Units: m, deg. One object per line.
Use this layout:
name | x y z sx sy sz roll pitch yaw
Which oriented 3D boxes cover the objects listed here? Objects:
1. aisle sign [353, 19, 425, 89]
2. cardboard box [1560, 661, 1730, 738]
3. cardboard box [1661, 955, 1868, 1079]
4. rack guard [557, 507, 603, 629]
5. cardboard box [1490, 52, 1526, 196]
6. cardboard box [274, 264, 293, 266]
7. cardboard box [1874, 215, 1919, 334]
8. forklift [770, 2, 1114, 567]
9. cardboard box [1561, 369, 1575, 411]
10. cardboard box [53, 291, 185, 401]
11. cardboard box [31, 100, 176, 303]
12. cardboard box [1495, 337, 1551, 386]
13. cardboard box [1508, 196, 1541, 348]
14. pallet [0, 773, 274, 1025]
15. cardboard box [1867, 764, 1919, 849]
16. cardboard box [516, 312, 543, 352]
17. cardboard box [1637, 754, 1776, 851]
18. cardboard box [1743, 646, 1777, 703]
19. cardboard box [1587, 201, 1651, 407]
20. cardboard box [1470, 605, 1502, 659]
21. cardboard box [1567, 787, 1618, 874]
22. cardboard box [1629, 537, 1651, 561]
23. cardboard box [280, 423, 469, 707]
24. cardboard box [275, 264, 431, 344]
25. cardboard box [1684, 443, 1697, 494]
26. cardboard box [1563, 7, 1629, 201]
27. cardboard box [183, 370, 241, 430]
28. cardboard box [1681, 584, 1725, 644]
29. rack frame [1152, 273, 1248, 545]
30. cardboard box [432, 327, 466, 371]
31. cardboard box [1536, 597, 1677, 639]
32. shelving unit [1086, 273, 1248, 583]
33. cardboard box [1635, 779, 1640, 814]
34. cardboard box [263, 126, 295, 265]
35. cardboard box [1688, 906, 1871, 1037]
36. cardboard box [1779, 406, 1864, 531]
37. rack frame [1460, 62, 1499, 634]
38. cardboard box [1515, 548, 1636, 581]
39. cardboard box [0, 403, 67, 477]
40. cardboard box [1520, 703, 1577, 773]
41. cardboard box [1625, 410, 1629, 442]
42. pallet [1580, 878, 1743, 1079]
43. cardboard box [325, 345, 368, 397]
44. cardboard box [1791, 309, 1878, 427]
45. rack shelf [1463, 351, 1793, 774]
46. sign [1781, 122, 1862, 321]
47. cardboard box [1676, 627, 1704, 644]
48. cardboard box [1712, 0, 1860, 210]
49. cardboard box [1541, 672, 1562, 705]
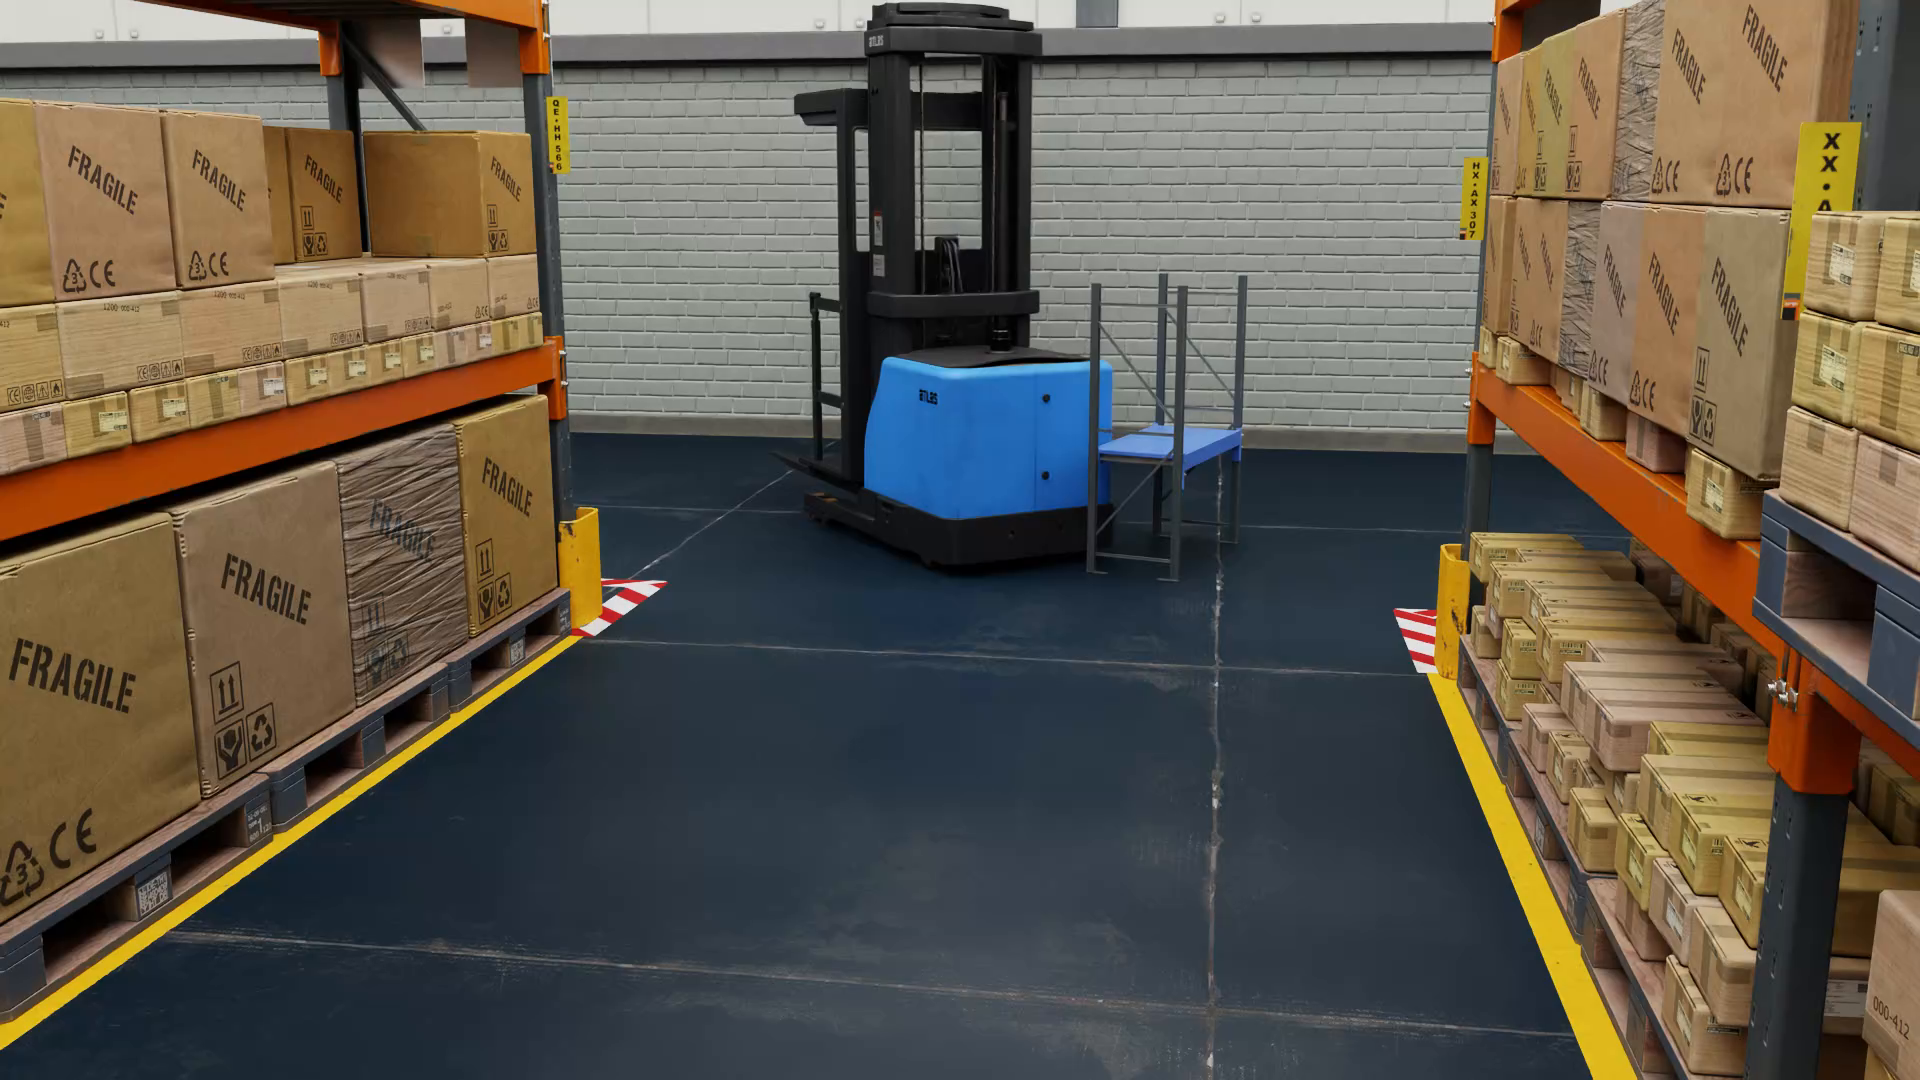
aisle sign | -2.576 -2.401 7.345 0.394 0.787 0.004 2 12 9
cardboard box | 1.905 0.450 4.644 0.380 0.149 0.250 1 12 7
cardboard box | 1.703 1.004 3.483 0.380 0.149 0.250 2 12 9
rack guard | -2.287 0.111 7.791 1.175 0.500 0.348 2 12 9
cardboard box | 2.264 -1.522 6.120 0.500 0.500 0.500 2 12 8
cardboard box | -2.785 -0.874 6.078 0.500 0.250 0.500 1 12 7
cardboard box | 1.428 -0.339 2.135 0.380 0.149 0.250 2 12 10
forklift | -0.292 -1.559 9.771 1.130 2.935 3.031 -6 14 -26
cardboard box | 2.092 -0.471 5.156 0.380 0.149 0.250 2 12 8
cardboard box | -2.493 -0.538 4.519 0.500 0.250 0.500 2 12 8
cardboard box | -2.496 -0.905 4.445 0.500 0.500 0.500 2 12 9
cardboard box | 2.129 -0.636 5.920 0.380 0.149 0.250 2 12 7
cardboard box | 2.196 -0.922 5.706 0.500 0.500 0.500 2 12 9
pallet | -2.711 0.934 4.657 1.003 0.211 1.213 2 12 9
cardboard box | 2.329 0.632 3.801 0.380 0.149 0.250 2 12 8
cardboard box | -2.020 -0.898 7.137 0.380 0.149 0.250 2 12 10
cardboard box | 1.809 0.617 3.868 0.380 0.149 0.250 2 12 8
cardboard box | 2.503 0.417 4.798 0.380 0.149 0.250 2 12 9
cardboard box | 1.934 -0.607 4.247 0.500 0.500 0.500 2 12 8
cardboard box | 2.198 0.363 6.459 0.380 0.149 0.250 2 12 10
cardboard box | 1.863 0.789 4.483 0.380 0.149 0.250 2 12 9
cardboard box | 2.764 0.092 6.305 0.380 0.149 0.250 2 12 9
cardboard box | -2.450 0.053 6.175 0.875 0.875 0.875 2 12 9
cardboard box | -2.259 -0.857 5.999 0.500 0.250 0.500 1 12 7
cardboard box | 1.825 -0.146 3.649 0.380 0.149 0.250 2 12 11
cardboard box | 2.015 -1.203 4.640 0.500 0.500 0.500 1 12 7
cardboard box | -2.373 -0.419 4.912 0.380 0.149 0.250 2 12 8
cardboard box | 2.652 0.252 5.561 0.380 0.149 0.250 1 12 6
rack frame | 1.340 -0.733 9.335 0.500 1.500 0.032 6 14 26
cardboard box | -2.137 -0.740 6.401 0.380 0.149 0.250 2 12 10
cardboard box | 2.081 0.293 5.372 0.380 0.149 0.250 2 12 11
shelving unit | 1.116 -0.637 8.889 0.538 1.500 1.048 6 14 26
cardboard box | 1.903 0.714 4.126 0.380 0.149 0.250 2 12 9
cardboard box | -2.782 -1.241 6.002 0.500 0.500 0.500 2 12 7
cardboard box | 1.714 0.876 3.374 0.380 0.149 0.250 2 12 10
cardboard box | 1.465 -0.107 2.468 0.380 0.149 0.250 1 12 6
rack frame | 2.595 -0.924 6.661 1.000 3.000 0.127 2 12 9
cardboard box | 2.255 0.133 6.115 0.380 0.149 0.250 2 12 10
cardboard box | -2.491 -0.256 4.156 0.380 0.149 0.250 1 12 7
cardboard box | 1.990 0.627 5.234 0.380 0.149 0.250 1 12 6
cardboard box | 1.993 -0.308 4.399 0.380 0.149 0.250 2 12 8
pallet | 2.048 1.131 3.745 1.003 0.211 1.213 2 12 9
cardboard box | -2.255 -0.580 5.661 0.380 0.149 0.250 2 12 10
cardboard box | 1.465 -0.252 2.437 0.380 0.149 0.250 2 12 10
rack shelf | 2.287 -0.156 4.805 1.077 0.370 4.000 2 12 9
sign | 1.442 -0.530 2.780 0.100 0.325 0.005 2 12 9
cardboard box | 2.575 0.399 5.587 0.380 0.149 0.250 2 12 8
cardboard box | 1.785 -0.881 3.145 0.500 0.500 0.500 1 12 7
cardboard box | 2.119 0.437 5.410 0.380 0.149 0.250 1 12 6
